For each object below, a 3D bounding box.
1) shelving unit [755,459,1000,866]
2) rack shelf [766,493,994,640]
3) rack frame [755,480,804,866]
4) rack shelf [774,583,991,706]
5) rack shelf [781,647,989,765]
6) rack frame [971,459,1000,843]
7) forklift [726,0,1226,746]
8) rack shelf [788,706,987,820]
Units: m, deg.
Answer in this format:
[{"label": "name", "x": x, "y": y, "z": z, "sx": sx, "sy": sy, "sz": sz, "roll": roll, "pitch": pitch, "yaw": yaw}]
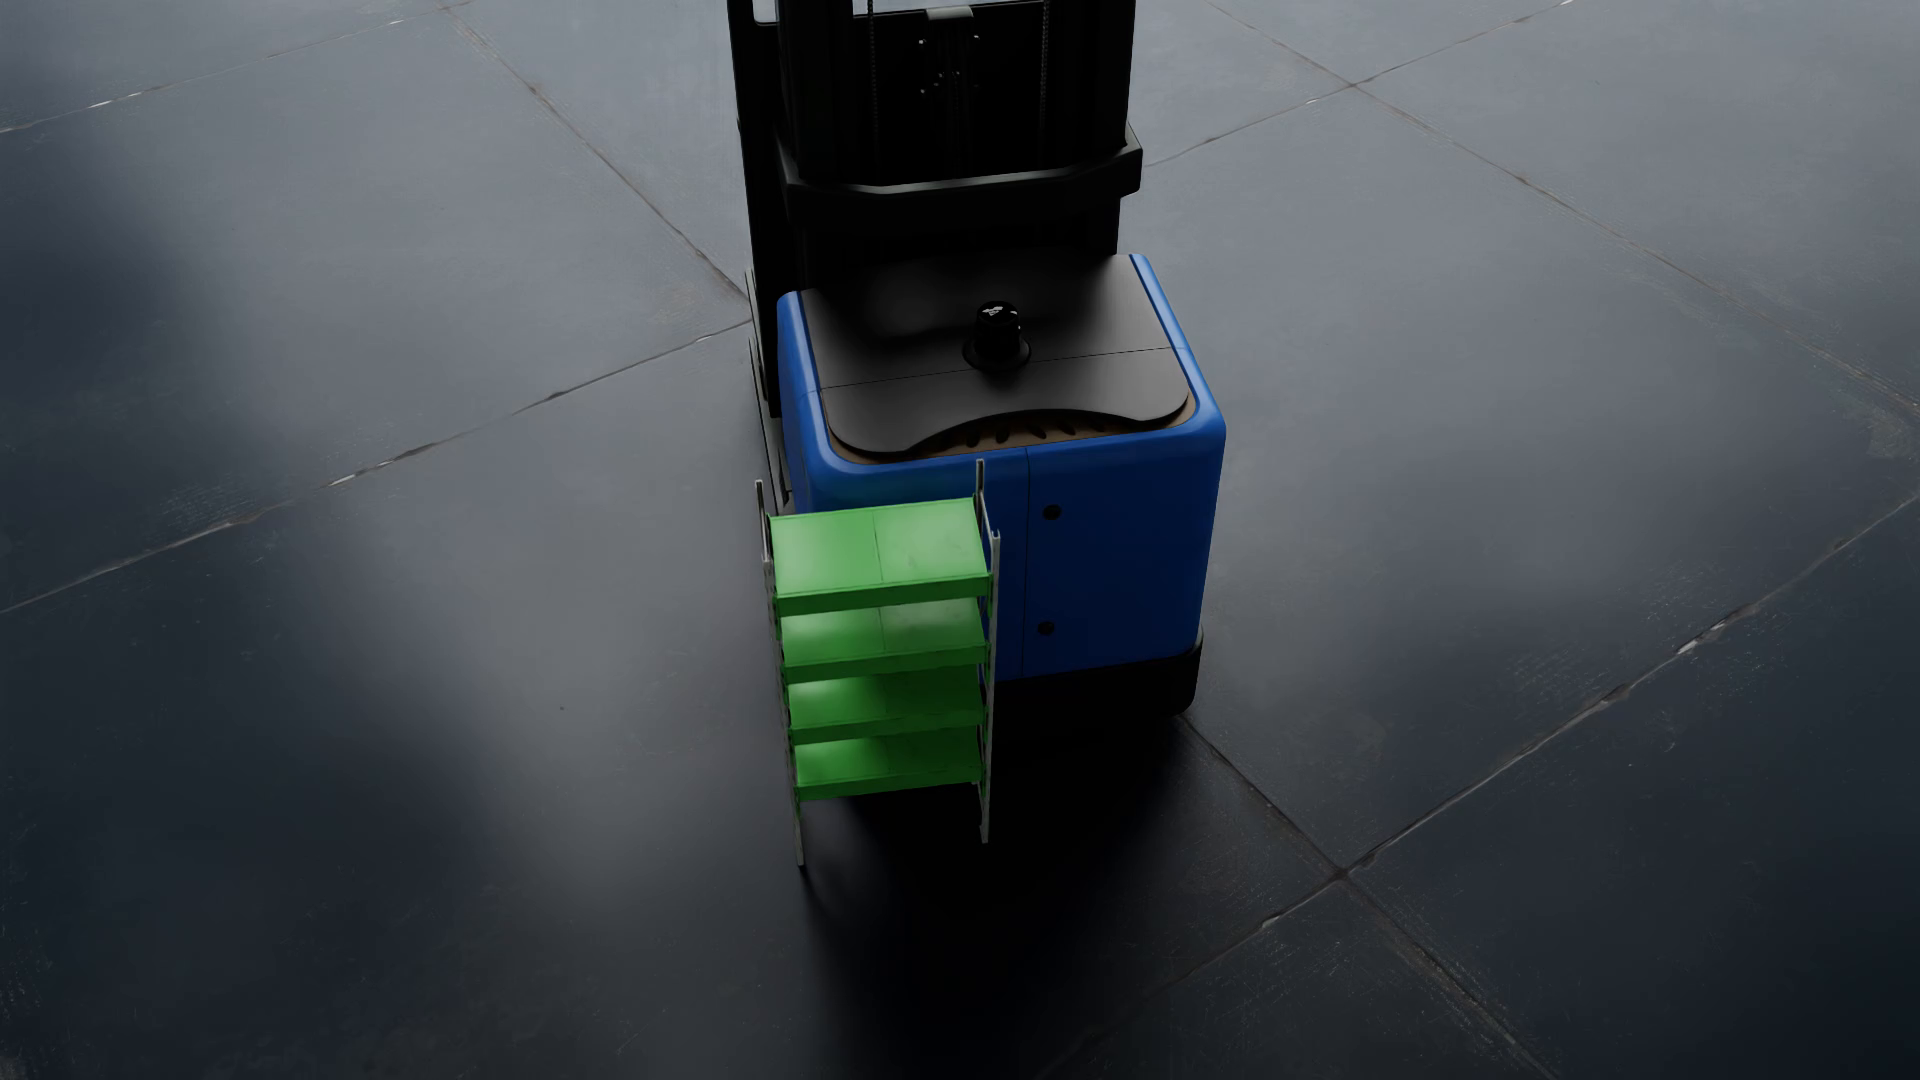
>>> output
[{"label": "shelving unit", "x": -0.186, "y": 0.336, "z": 4.016, "sx": 0.503, "sy": 1.200, "sz": 0.258, "roll": -6, "pitch": 48, "yaw": -6}, {"label": "rack shelf", "x": -0.182, "y": 0.057, "z": 3.708, "sx": 0.480, "sy": 0.148, "sz": 0.258, "roll": -6, "pitch": 48, "yaw": -6}, {"label": "rack frame", "x": -0.428, "y": 0.361, "z": 3.991, "sx": 0.015, "sy": 1.200, "sz": 0.240, "roll": -6, "pitch": 48, "yaw": -6}, {"label": "rack shelf", "x": -0.184, "y": 0.218, "z": 3.886, "sx": 0.480, "sy": 0.148, "sz": 0.258, "roll": -6, "pitch": 48, "yaw": -6}, {"label": "rack shelf", "x": -0.187, "y": 0.379, "z": 4.063, "sx": 0.480, "sy": 0.148, "sz": 0.258, "roll": -6, "pitch": 48, "yaw": -6}, {"label": "rack frame", "x": 0.055, "y": 0.312, "z": 4.041, "sx": 0.015, "sy": 1.200, "sz": 0.240, "roll": -6, "pitch": 48, "yaw": -6}, {"label": "forklift", "x": -0.118, "y": -1.486, "z": 4.684, "sx": 1.130, "sy": 2.935, "sz": 3.031, "roll": -8, "pitch": 44, "yaw": -8}, {"label": "rack shelf", "x": -0.189, "y": 0.541, "z": 4.241, "sx": 0.480, "sy": 0.148, "sz": 0.258, "roll": -6, "pitch": 48, "yaw": -6}]
